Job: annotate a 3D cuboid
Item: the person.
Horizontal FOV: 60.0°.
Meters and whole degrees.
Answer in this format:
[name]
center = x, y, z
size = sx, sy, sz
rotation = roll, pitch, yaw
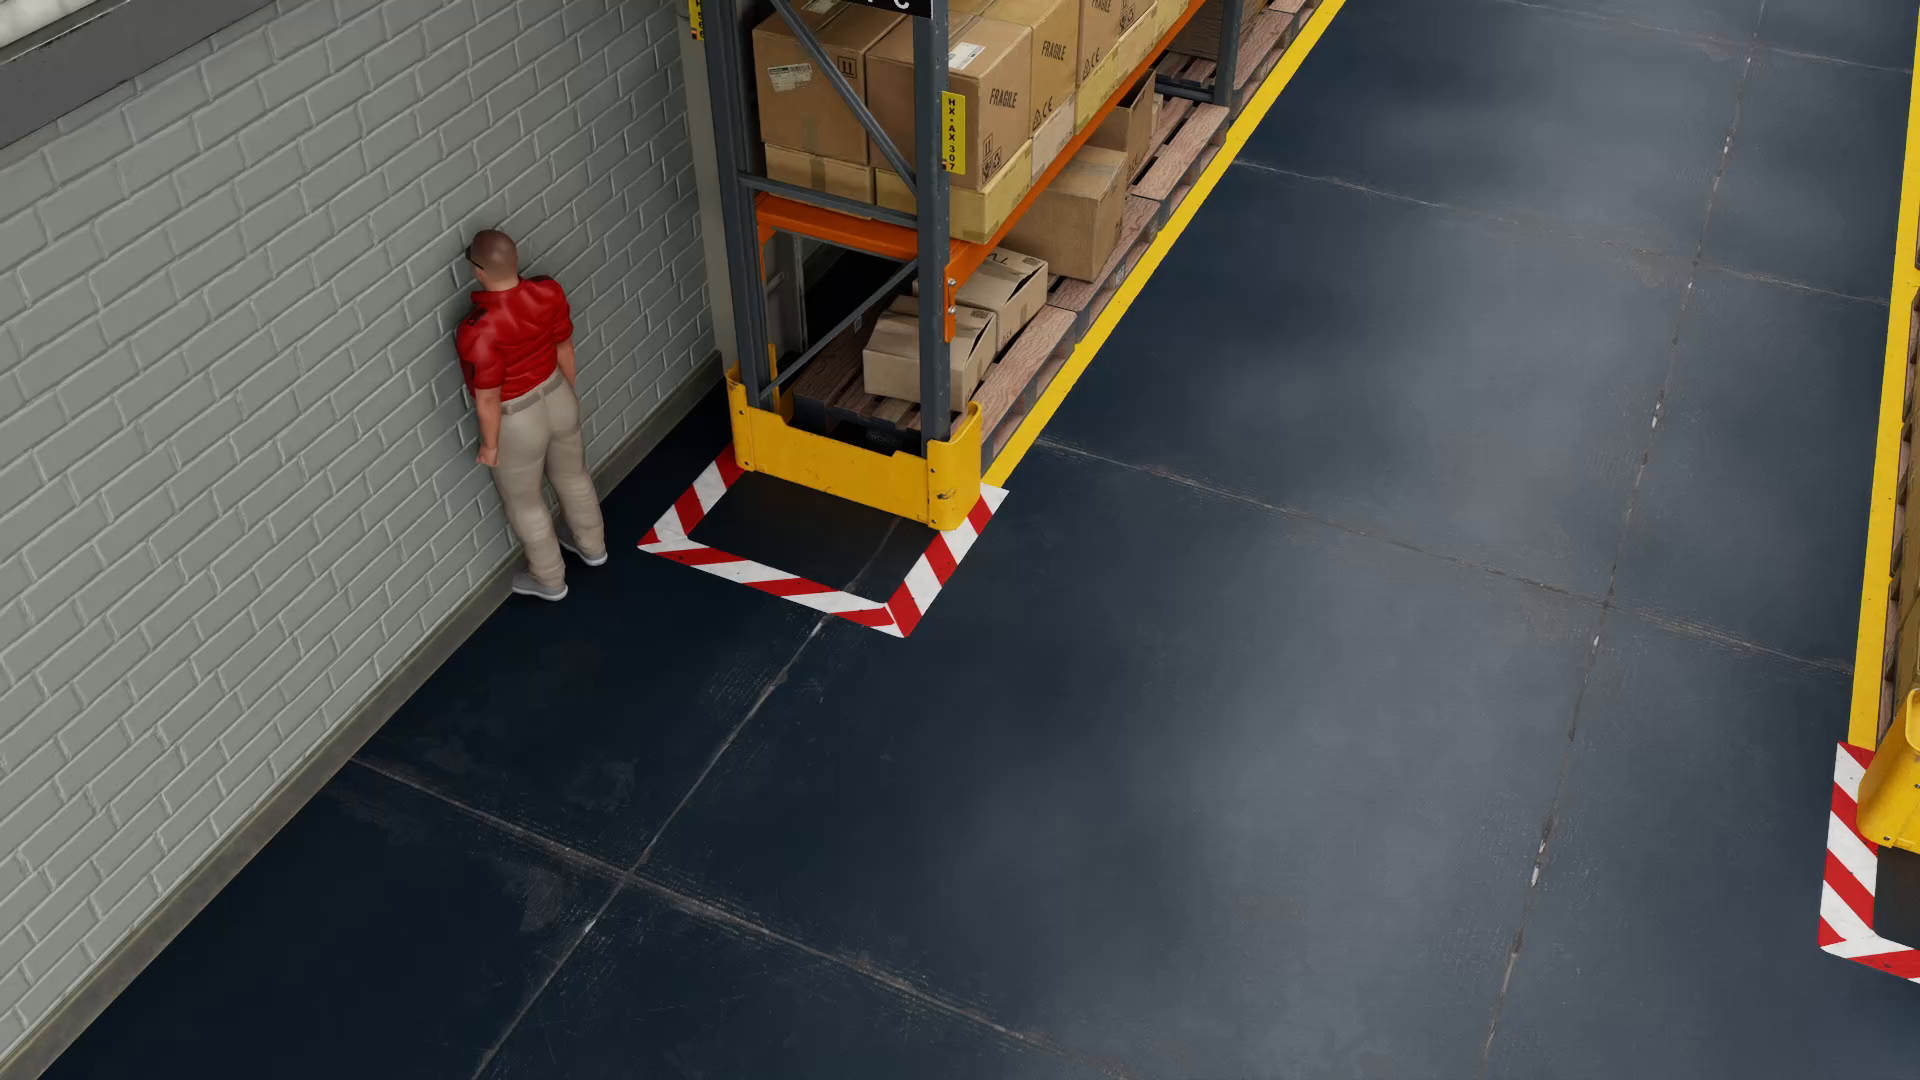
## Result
[person]
center = -1.766, -0.504, 6.736
size = 0.366, 1.730, 0.521
rotation = 24, 47, 25
